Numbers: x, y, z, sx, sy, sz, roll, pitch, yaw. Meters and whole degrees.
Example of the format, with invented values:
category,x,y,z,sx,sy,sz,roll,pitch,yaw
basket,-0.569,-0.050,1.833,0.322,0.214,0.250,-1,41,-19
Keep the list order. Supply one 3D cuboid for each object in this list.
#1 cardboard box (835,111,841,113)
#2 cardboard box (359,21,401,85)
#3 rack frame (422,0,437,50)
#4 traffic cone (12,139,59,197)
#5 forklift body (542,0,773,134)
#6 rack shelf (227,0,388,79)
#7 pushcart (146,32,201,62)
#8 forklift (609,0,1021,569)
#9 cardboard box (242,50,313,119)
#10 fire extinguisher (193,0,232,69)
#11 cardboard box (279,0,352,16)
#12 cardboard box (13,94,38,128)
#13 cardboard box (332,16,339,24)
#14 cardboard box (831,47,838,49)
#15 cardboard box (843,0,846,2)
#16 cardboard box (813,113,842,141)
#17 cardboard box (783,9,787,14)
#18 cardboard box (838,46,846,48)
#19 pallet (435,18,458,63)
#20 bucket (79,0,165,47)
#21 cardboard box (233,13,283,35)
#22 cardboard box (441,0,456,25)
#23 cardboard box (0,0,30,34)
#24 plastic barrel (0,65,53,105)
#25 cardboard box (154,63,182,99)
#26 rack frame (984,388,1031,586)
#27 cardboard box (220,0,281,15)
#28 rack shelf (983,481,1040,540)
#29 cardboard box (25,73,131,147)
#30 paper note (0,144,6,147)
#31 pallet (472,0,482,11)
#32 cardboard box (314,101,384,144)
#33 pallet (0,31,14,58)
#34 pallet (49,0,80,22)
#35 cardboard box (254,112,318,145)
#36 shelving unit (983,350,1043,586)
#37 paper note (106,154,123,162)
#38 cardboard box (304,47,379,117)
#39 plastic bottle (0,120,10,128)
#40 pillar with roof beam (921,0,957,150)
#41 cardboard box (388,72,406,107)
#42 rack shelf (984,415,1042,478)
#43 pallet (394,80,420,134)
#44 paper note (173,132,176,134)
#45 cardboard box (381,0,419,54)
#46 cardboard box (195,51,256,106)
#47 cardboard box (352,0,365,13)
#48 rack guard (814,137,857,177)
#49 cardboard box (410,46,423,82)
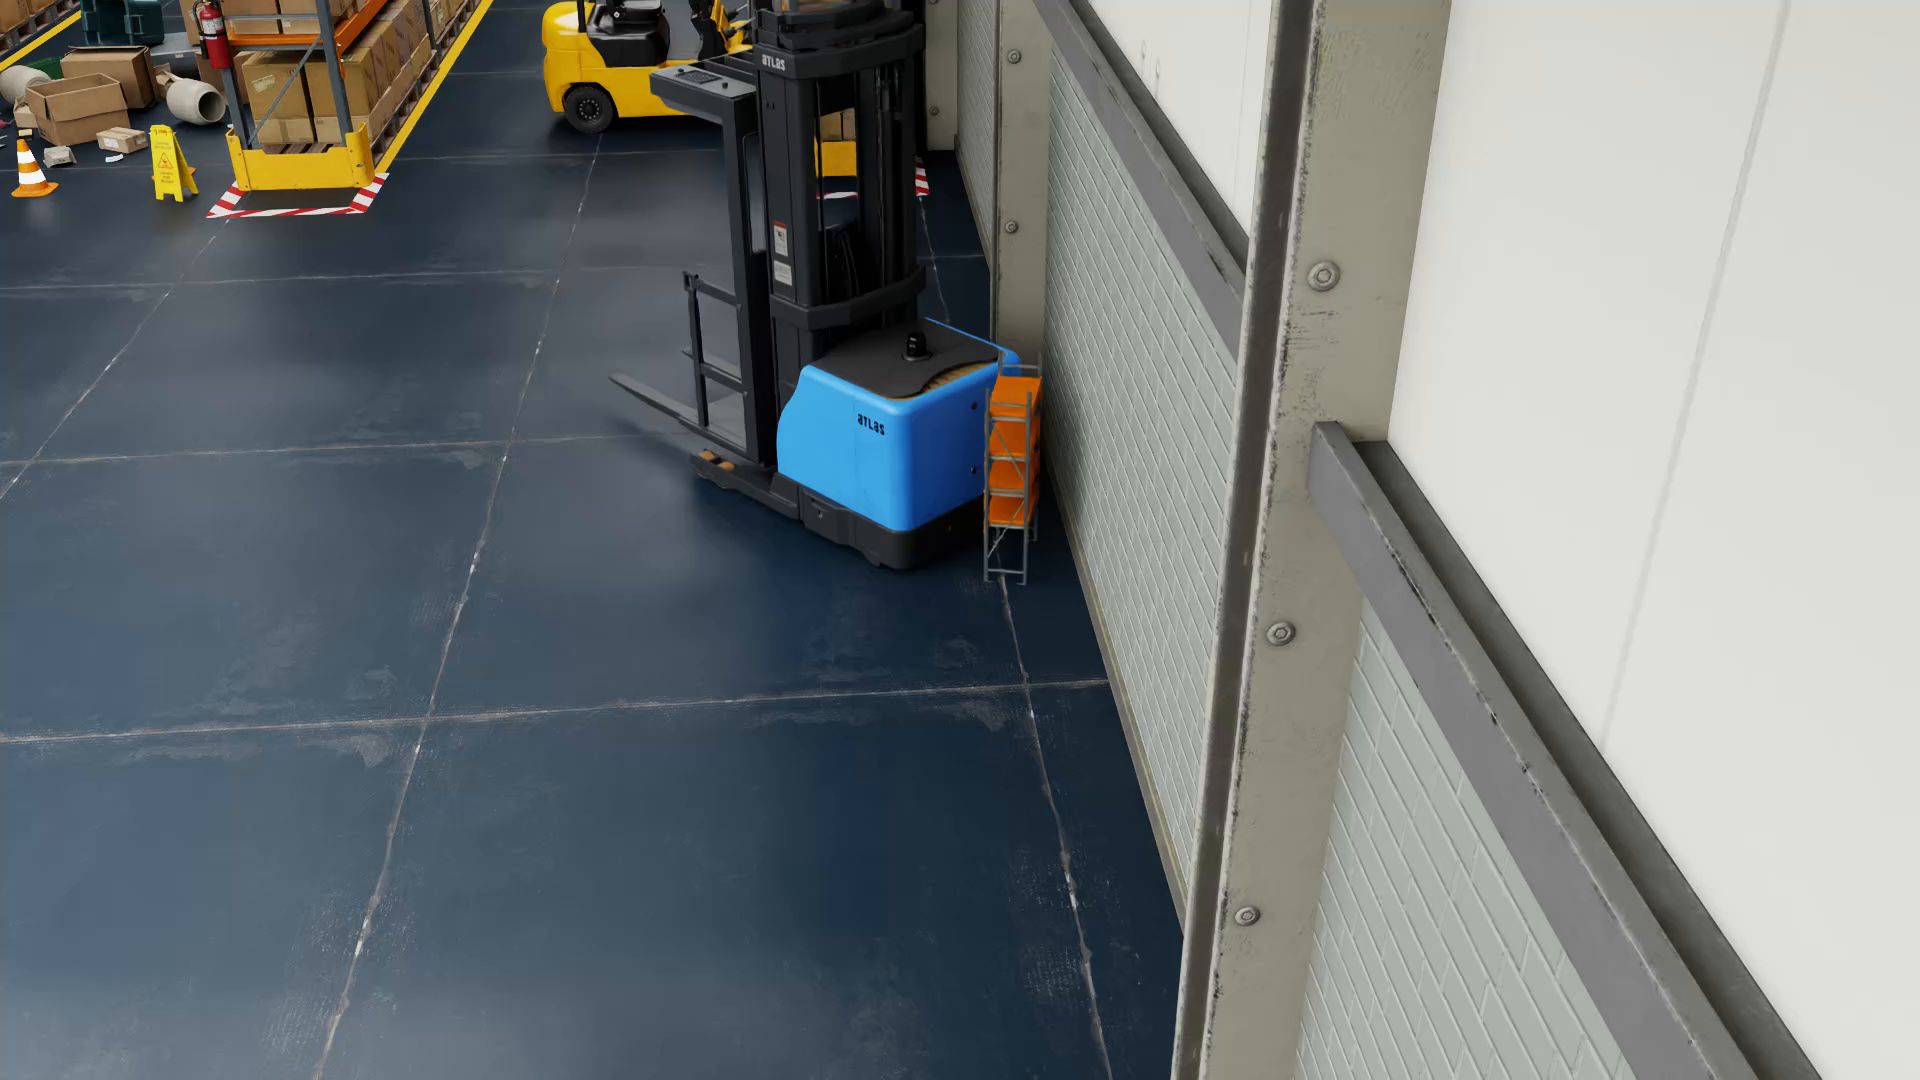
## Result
category,x,y,z,sx,sy,sz,roll,pitch,yaw
cardboard box,-1.381,-4.206,15.651,0.500,0.250,0.500,-3,31,-5
cardboard box,-5.860,-4.801,16.403,0.500,0.500,0.500,-2,31,-4
rack frame,-6.339,-6.561,17.809,1.000,3.000,0.127,-3,31,-5
traffic cone,-8.364,-3.360,14.925,0.336,0.463,0.334,-3,31,-5
forklift body,-3.018,-5.274,16.483,2.313,2.155,1.214,-3,31,-5
rack shelf,-6.152,-5.231,16.284,1.077,0.370,4.000,-3,31,-5
pushcart,-8.605,-5.300,18.256,1.648,0.377,0.936,-14,33,-22
forklift,-1.040,-1.744,9.811,3.031,2.935,1.130,27,40,37
cardboard box,-6.300,-4.237,15.459,0.500,0.500,0.500,-3,31,-4
fire extinguisher,-6.414,-4.405,14.275,0.296,0.674,0.183,-3,31,-5
cardboard box,-5.734,-4.944,14.715,0.500,0.500,0.500,-3,31,-5
cardboard box,-9.264,-4.309,16.705,0.396,0.266,0.258,2,31,4
cardboard box,-5.829,-4.722,14.976,0.380,0.149,0.250,-2,31,-4
cardboard box,-1.378,-4.407,15.501,0.500,0.250,0.500,-2,31,-3
cardboard box,-0.865,-5.332,15.655,0.500,0.500,0.500,-2,31,-3
cardboard box,-1.382,-3.983,15.765,0.500,0.250,0.500,-3,31,-4
cardboard box,-1.528,-5.184,16.801,0.500,0.250,0.500,-3,31,-6
cardboard box,-0.880,-4.442,15.558,0.500,0.250,0.500,-3,31,-5
pallet,-6.414,-5.761,19.189,1.003,0.211,1.213,-3,31,-5
bucket,-8.950,-5.560,17.844,0.726,0.611,0.620,8,22,13
cardboard box,-6.213,-4.591,14.757,0.380,0.149,0.250,-2,31,-3
cardboard box,-6.461,-6.247,19.437,0.950,0.372,0.625,-1,31,-1
cardboard box,-11.492,-6.292,19.143,1.050,0.750,0.750,-3,31,-5
plastic barrel,-9.625,-4.660,17.140,0.512,0.421,0.421,20,36,29
cardboard box,-8.400,-4.868,17.642,0.396,0.266,0.258,27,40,37
rack frame,0.254,-0.270,9.033,0.240,1.200,0.015,5,31,8
cardboard box,-6.291,-4.953,14.730,0.500,0.500,0.500,-3,31,-5
rack shelf,0.294,-0.166,9.376,0.258,0.148,0.480,5,31,8
cardboard box,-8.650,-4.222,16.328,0.637,0.503,0.797,27,40,37
paper note,-9.337,-3.815,16.109,0.144,0.017,0.142,8,32,13
pallet,-6.641,-7.007,21.275,1.003,0.211,1.213,-3,31,-5
cardboard box,-5.766,-3.943,15.699,0.500,0.250,0.500,-3,31,-5
pallet,-11.405,-5.465,18.694,1.003,0.211,1.213,-3,31,-5
pallet,-11.633,-6.711,20.780,1.003,0.211,1.213,-3,31,-5
cardboard box,-6.311,-3.930,15.677,0.500,0.250,0.500,-3,31,-5
shelving unit,0.294,-0.394,9.240,0.258,1.200,0.503,5,31,8
paper note,-8.036,-3.631,15.800,0.148,0.019,0.142,-14,33,-22
cardboard box,-5.768,-4.277,15.527,0.500,0.500,0.500,-4,31,-6
plastic bottle,-9.673,-4.159,16.654,0.283,0.061,0.133,-14,33,-22
pillar with roof beam,-4.478,-7.526,13.575,9.100,9.000,0.400,-3,31,-5
cardboard box,-5.869,-4.482,16.601,0.500,0.250,0.500,-1,31,-1
rack shelf,0.294,-0.528,9.160,0.258,0.148,0.480,5,31,8
pallet,-6.124,-4.398,16.908,1.003,0.211,1.213,-3,31,-5
paper note,-7.797,-4.022,16.475,0.032,0.001,0.123,-3,31,-5
cardboard box,-5.968,-5.334,17.295,0.500,0.500,0.500,-2,31,-4
cardboard box,-7.594,-4.876,17.424,0.500,0.500,0.500,20,36,29
cardboard box,-5.751,-4.993,15.430,0.380,0.149,0.250,-2,31,-4
rack guard,-1.022,-3.673,15.412,1.175,0.500,0.348,-3,31,-5
cardboard box,-5.957,-5.000,17.468,0.500,0.250,0.500,-4,31,-6
